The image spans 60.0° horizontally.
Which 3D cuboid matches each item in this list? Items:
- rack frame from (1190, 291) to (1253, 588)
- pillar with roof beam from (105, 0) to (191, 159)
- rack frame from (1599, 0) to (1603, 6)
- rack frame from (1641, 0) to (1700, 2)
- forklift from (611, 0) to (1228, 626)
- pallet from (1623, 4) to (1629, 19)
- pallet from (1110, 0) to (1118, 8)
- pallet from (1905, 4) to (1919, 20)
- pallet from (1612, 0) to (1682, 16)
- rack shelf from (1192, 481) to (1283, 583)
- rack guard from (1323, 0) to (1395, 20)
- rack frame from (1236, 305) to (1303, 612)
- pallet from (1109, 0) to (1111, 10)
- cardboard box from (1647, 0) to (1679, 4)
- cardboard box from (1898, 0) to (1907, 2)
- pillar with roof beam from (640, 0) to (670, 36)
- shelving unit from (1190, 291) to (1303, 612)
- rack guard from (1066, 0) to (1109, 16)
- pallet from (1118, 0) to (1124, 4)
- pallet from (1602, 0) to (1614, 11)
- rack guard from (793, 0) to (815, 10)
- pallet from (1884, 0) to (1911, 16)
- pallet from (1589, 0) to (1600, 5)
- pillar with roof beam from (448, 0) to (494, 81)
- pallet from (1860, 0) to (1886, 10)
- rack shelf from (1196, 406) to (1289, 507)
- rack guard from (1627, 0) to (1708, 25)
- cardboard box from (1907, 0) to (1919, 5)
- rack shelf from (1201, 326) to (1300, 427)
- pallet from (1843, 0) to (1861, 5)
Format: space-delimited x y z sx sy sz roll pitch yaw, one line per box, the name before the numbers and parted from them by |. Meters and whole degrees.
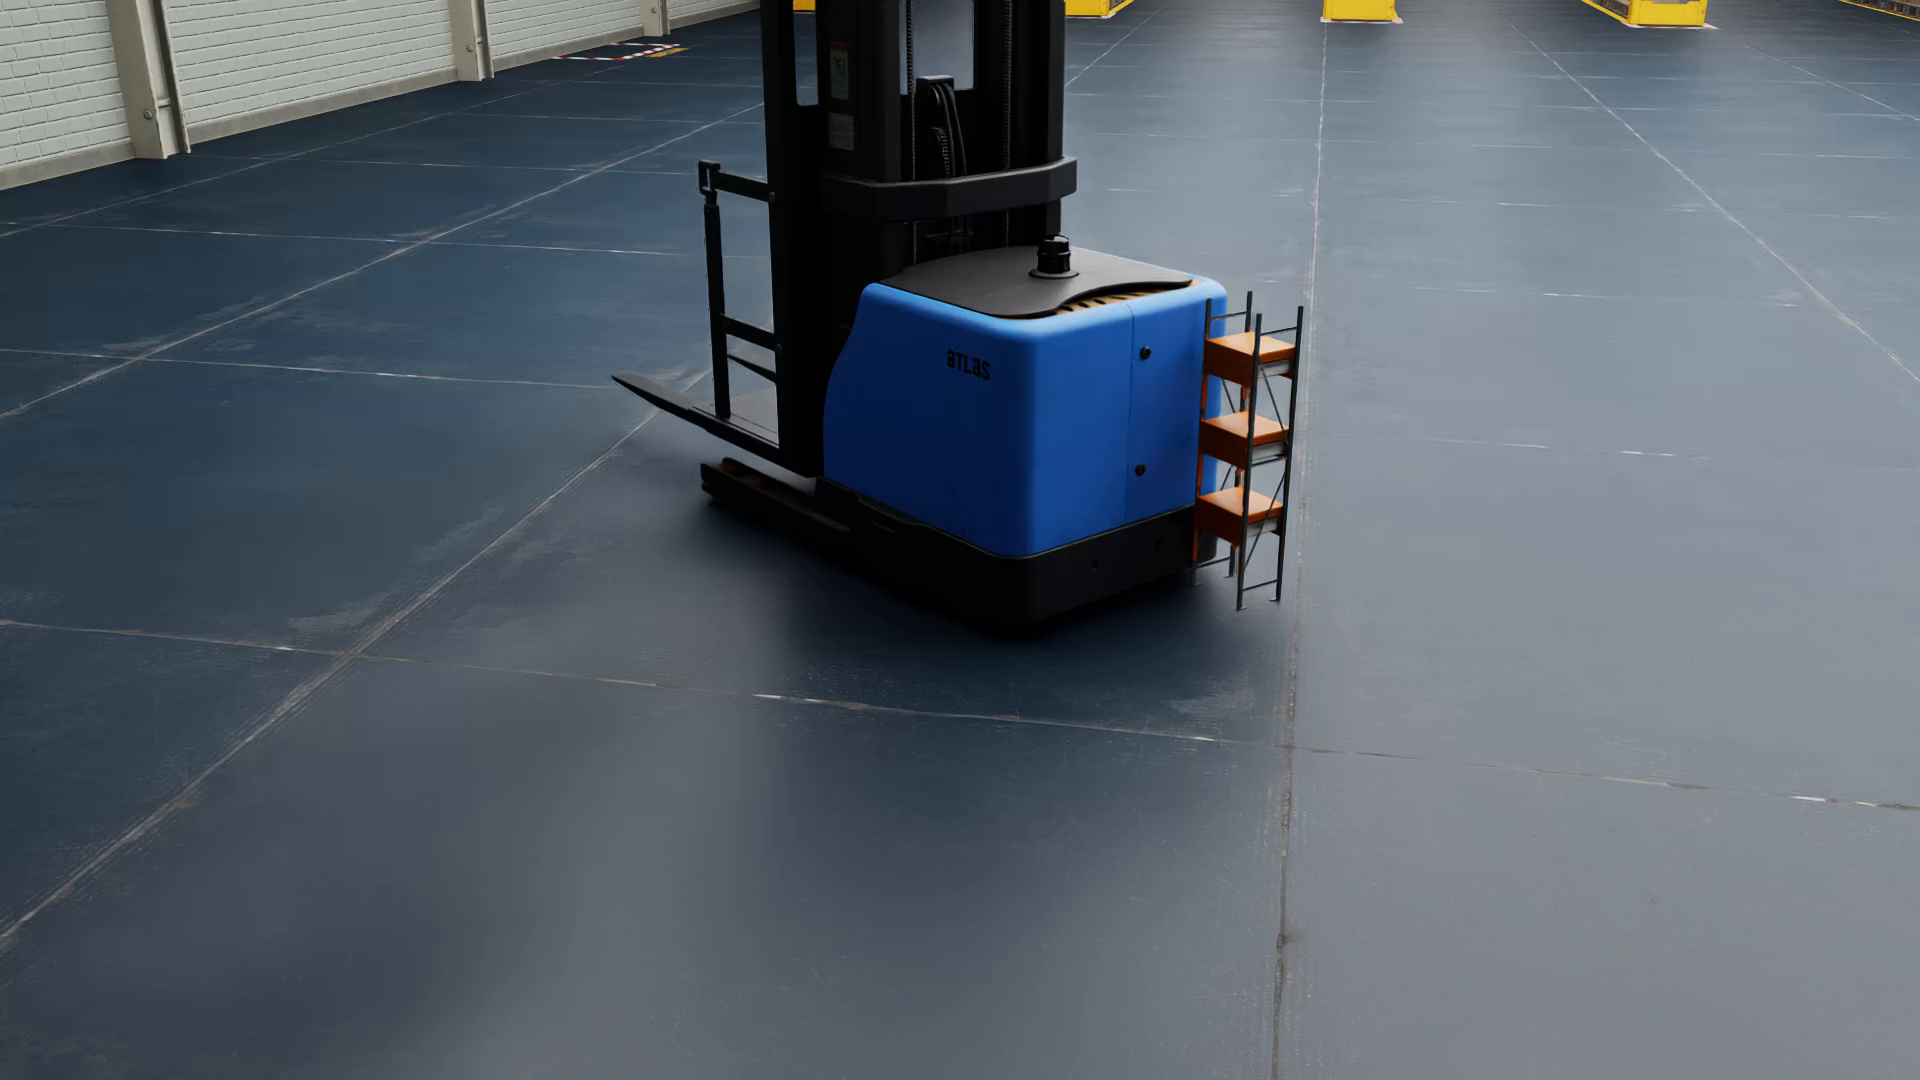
rack frame | 0.906 -0.337 5.786 0.200 1.050 0.008 -14 26 -31
pillar with roof beam | -2.958 -7.309 12.457 9.100 9.000 0.400 4 22 11
rack frame | 12.569 -11.446 30.759 1.000 3.000 0.127 4 22 11
rack frame | 11.752 -9.983 27.126 1.000 3.000 0.127 4 22 11
forklift | -0.390 -1.556 6.294 1.130 2.935 3.031 -17 27 -36
pallet | 11.968 -9.012 28.447 1.003 0.211 1.213 4 22 11
pallet | 2.421 -10.174 31.333 1.003 0.211 1.213 4 22 11
pallet | 16.925 -9.018 28.462 1.003 0.211 1.213 4 22 11
pallet | 12.219 -9.457 29.552 1.003 0.211 1.213 4 22 11
rack shelf | 0.973 -0.032 5.799 0.215 0.259 0.240 -14 26 -31
rack guard | 6.873 -9.233 28.609 1.175 0.500 0.348 4 22 11
rack frame | 1.040 -0.261 5.596 0.200 1.050 0.008 -14 26 -31
pallet | 2.170 -9.729 30.228 1.003 0.211 1.213 4 22 11
cardboard box | 11.896 -9.246 28.079 0.500 0.500 0.500 9 24 21
cardboard box | 17.207 -10.015 29.489 0.875 0.875 0.875 5 22 12
pillar with roof beam | -0.509 -11.698 23.354 9.100 9.000 0.400 4 22 11
shelving unit | 0.973 -0.299 5.691 0.215 1.050 0.252 -14 26 -31
rack guard | 2.050 -9.571 29.450 1.175 0.500 0.348 4 22 11
pallet | 2.668 -10.621 32.444 1.003 0.211 1.213 4 22 11
pallet | 12.466 -9.904 30.663 1.003 0.211 1.213 4 22 11
rack guard | -2.780 -9.984 30.475 1.175 0.500 0.348 4 22 11
pallet | 17.172 -9.465 29.573 1.003 0.211 1.213 4 22 11
pallet | 12.726 -10.437 31.987 1.003 0.211 1.213 4 22 11
pillar with roof beam | -1.733 -9.504 17.906 9.100 9.000 0.400 4 22 11
pallet | 17.487 -10.025 30.964 1.003 0.211 1.213 4 22 11
rack shelf | 0.973 -0.289 5.695 0.215 0.259 0.240 -14 26 -31
rack guard | 11.768 -8.851 27.662 1.175 0.500 0.348 4 22 11
cardboard box | 17.026 -9.686 28.669 0.875 0.875 0.875 5 22 11
rack shelf | 0.973 -0.553 5.589 0.215 0.259 0.240 -14 26 -31
pallet | 17.734 -10.473 32.075 1.003 0.211 1.213 4 22 11
